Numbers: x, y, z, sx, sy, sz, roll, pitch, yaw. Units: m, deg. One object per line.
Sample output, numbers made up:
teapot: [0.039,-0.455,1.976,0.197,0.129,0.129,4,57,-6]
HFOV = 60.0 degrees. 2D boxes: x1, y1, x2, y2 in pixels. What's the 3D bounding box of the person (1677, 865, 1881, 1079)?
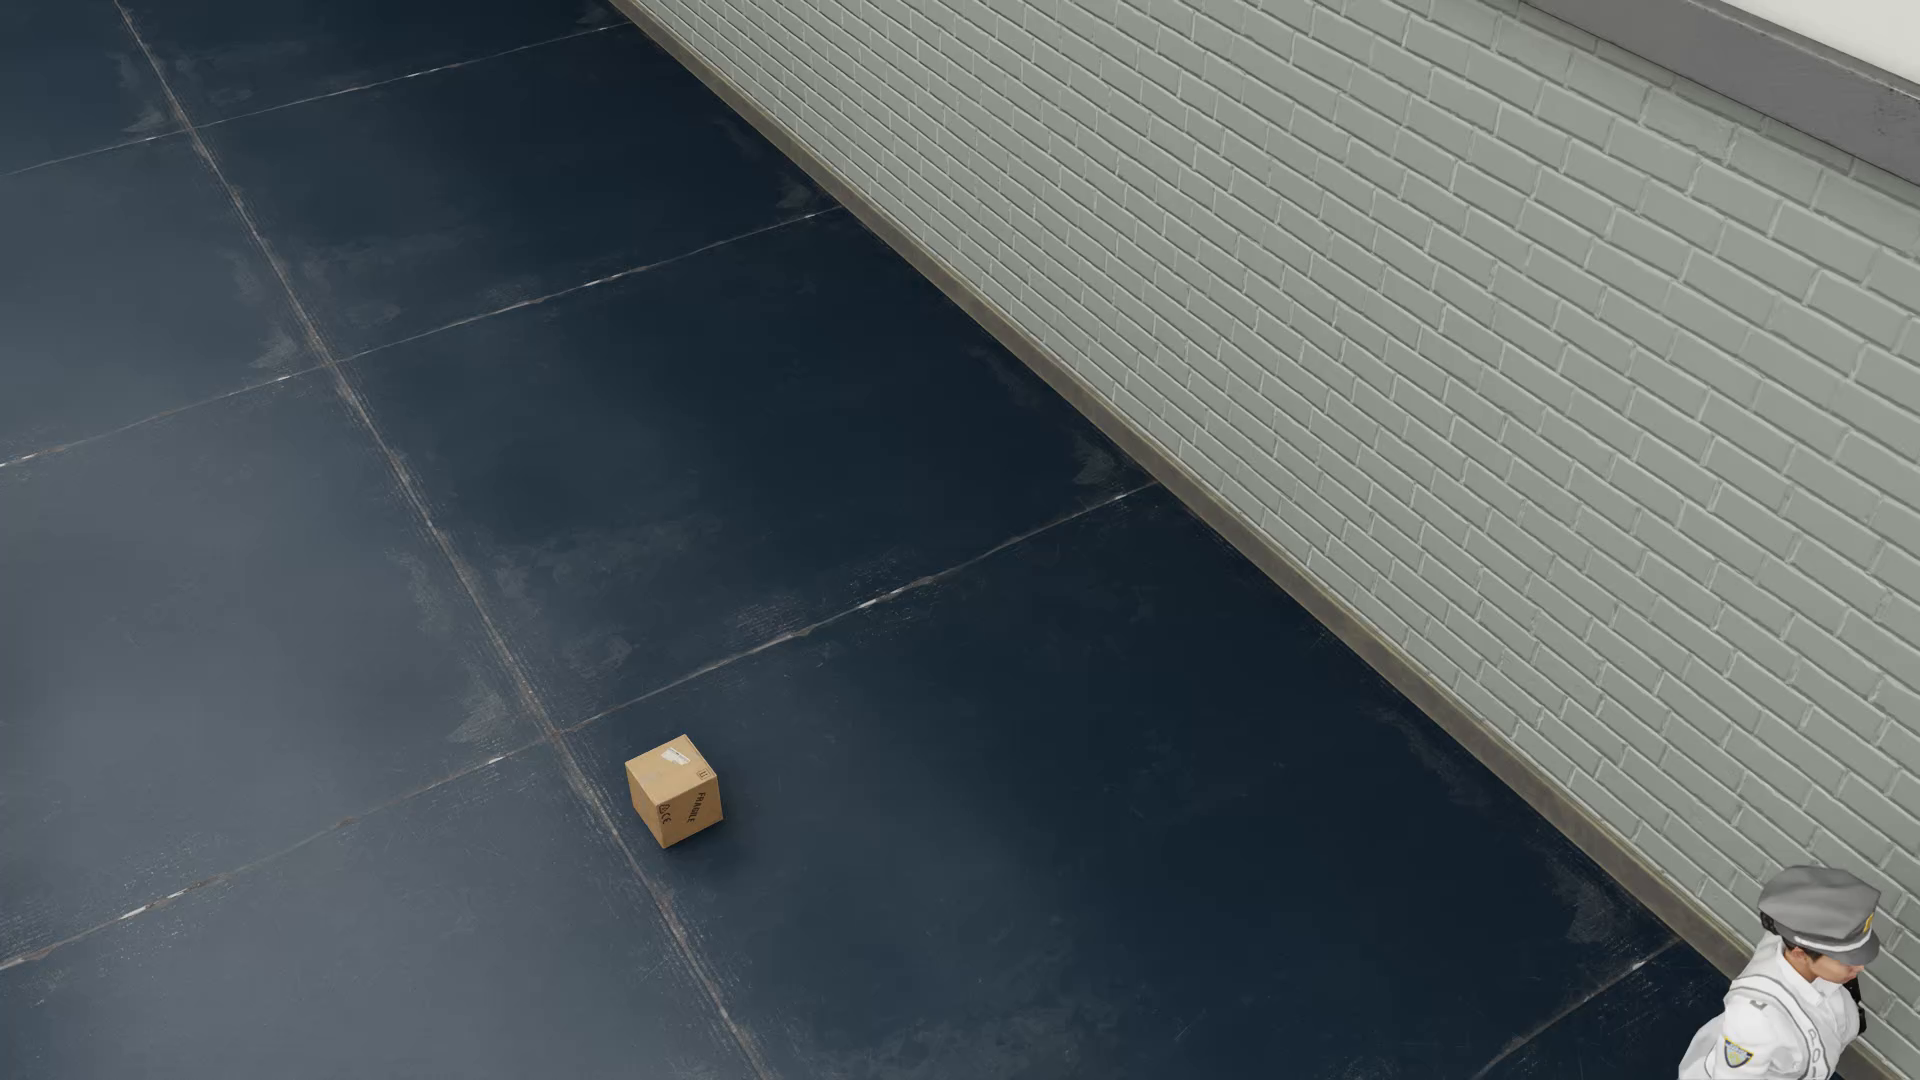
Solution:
person: [2.085,1.479,4.436,0.354,1.694,0.461,28,48,28]
